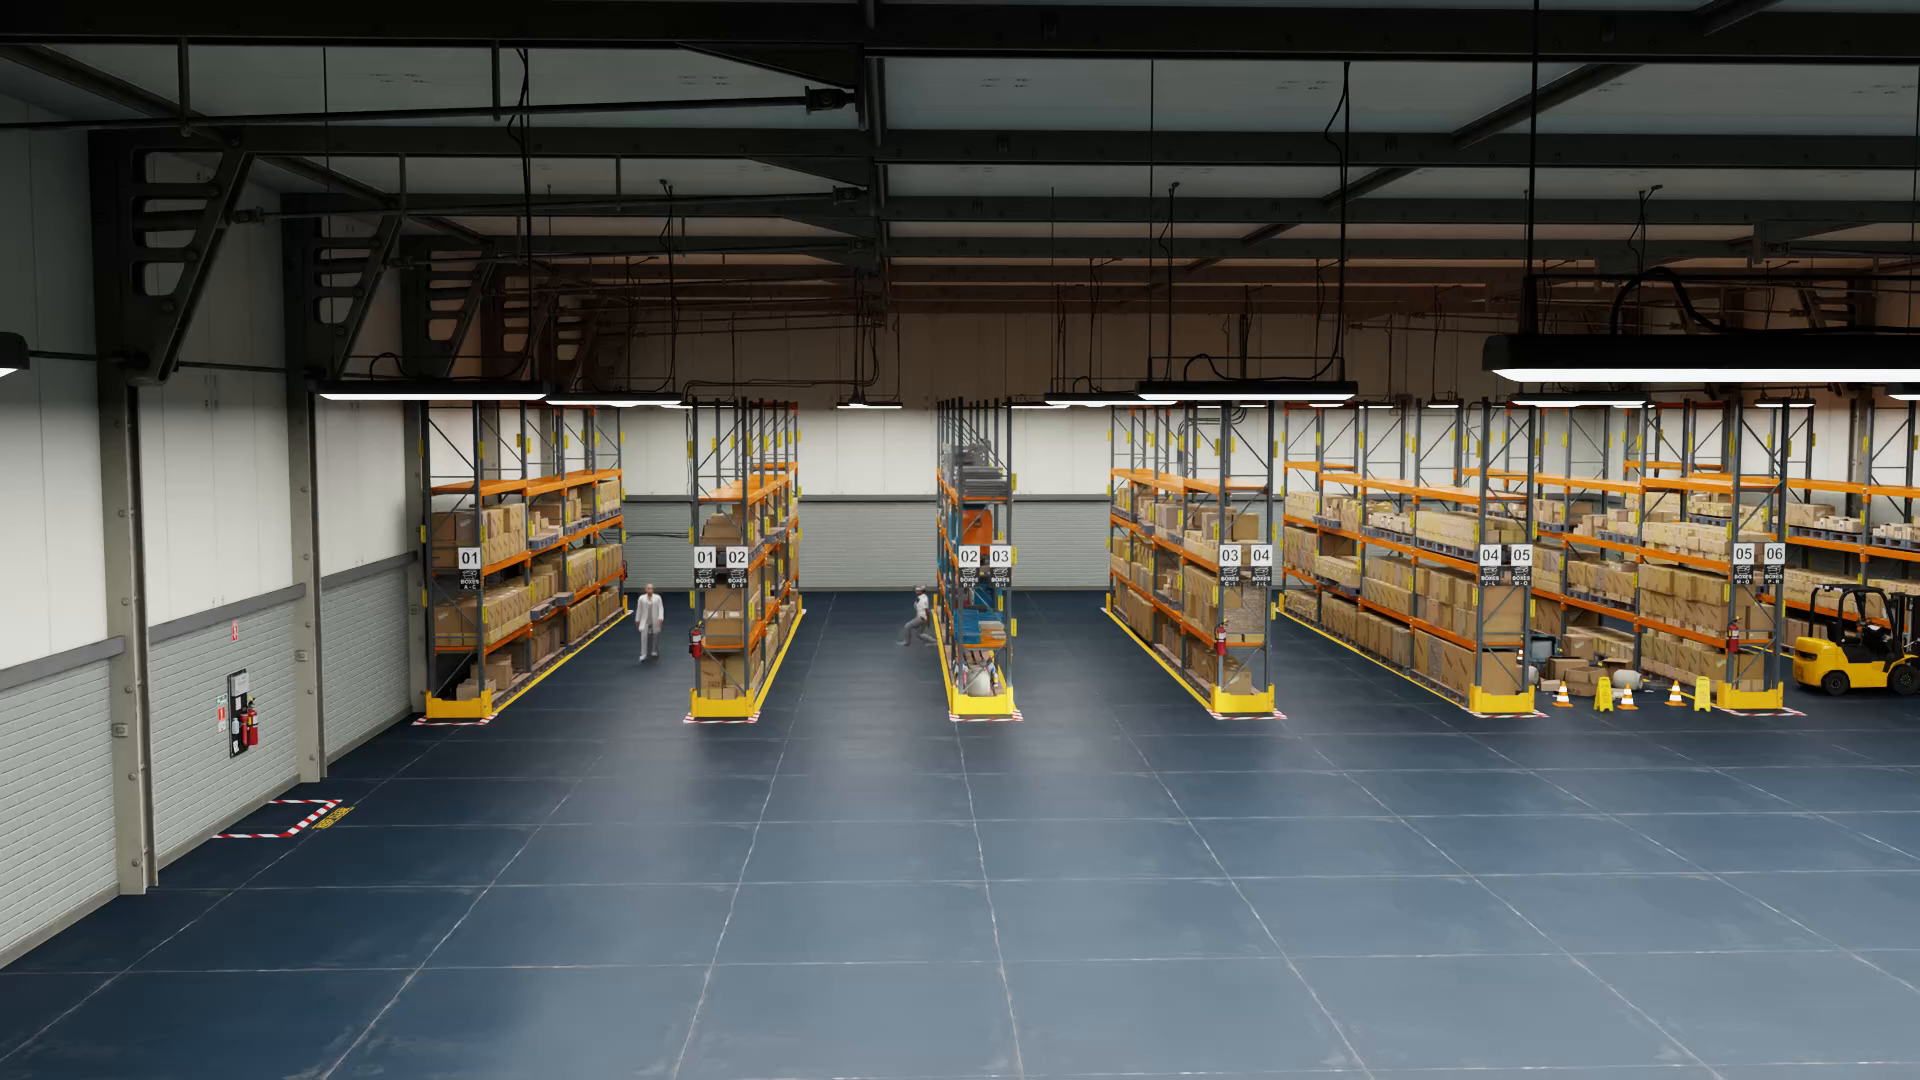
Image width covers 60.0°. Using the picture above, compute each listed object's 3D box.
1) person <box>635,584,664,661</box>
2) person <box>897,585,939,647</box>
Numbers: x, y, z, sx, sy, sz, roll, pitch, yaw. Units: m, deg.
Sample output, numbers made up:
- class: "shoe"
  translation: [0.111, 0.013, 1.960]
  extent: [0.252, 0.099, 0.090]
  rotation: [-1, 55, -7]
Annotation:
- class: "person"
  translation: [-7.165, 1.874, 38.314]
  extent: [0.659, 1.717, 1.114]
  rotation: [-1, 4, -7]
- class: "person"
  translation: [-0.969, 1.762, 38.556]
  extent: [0.981, 1.443, 0.503]
  rotation: [-1, 4, -7]
